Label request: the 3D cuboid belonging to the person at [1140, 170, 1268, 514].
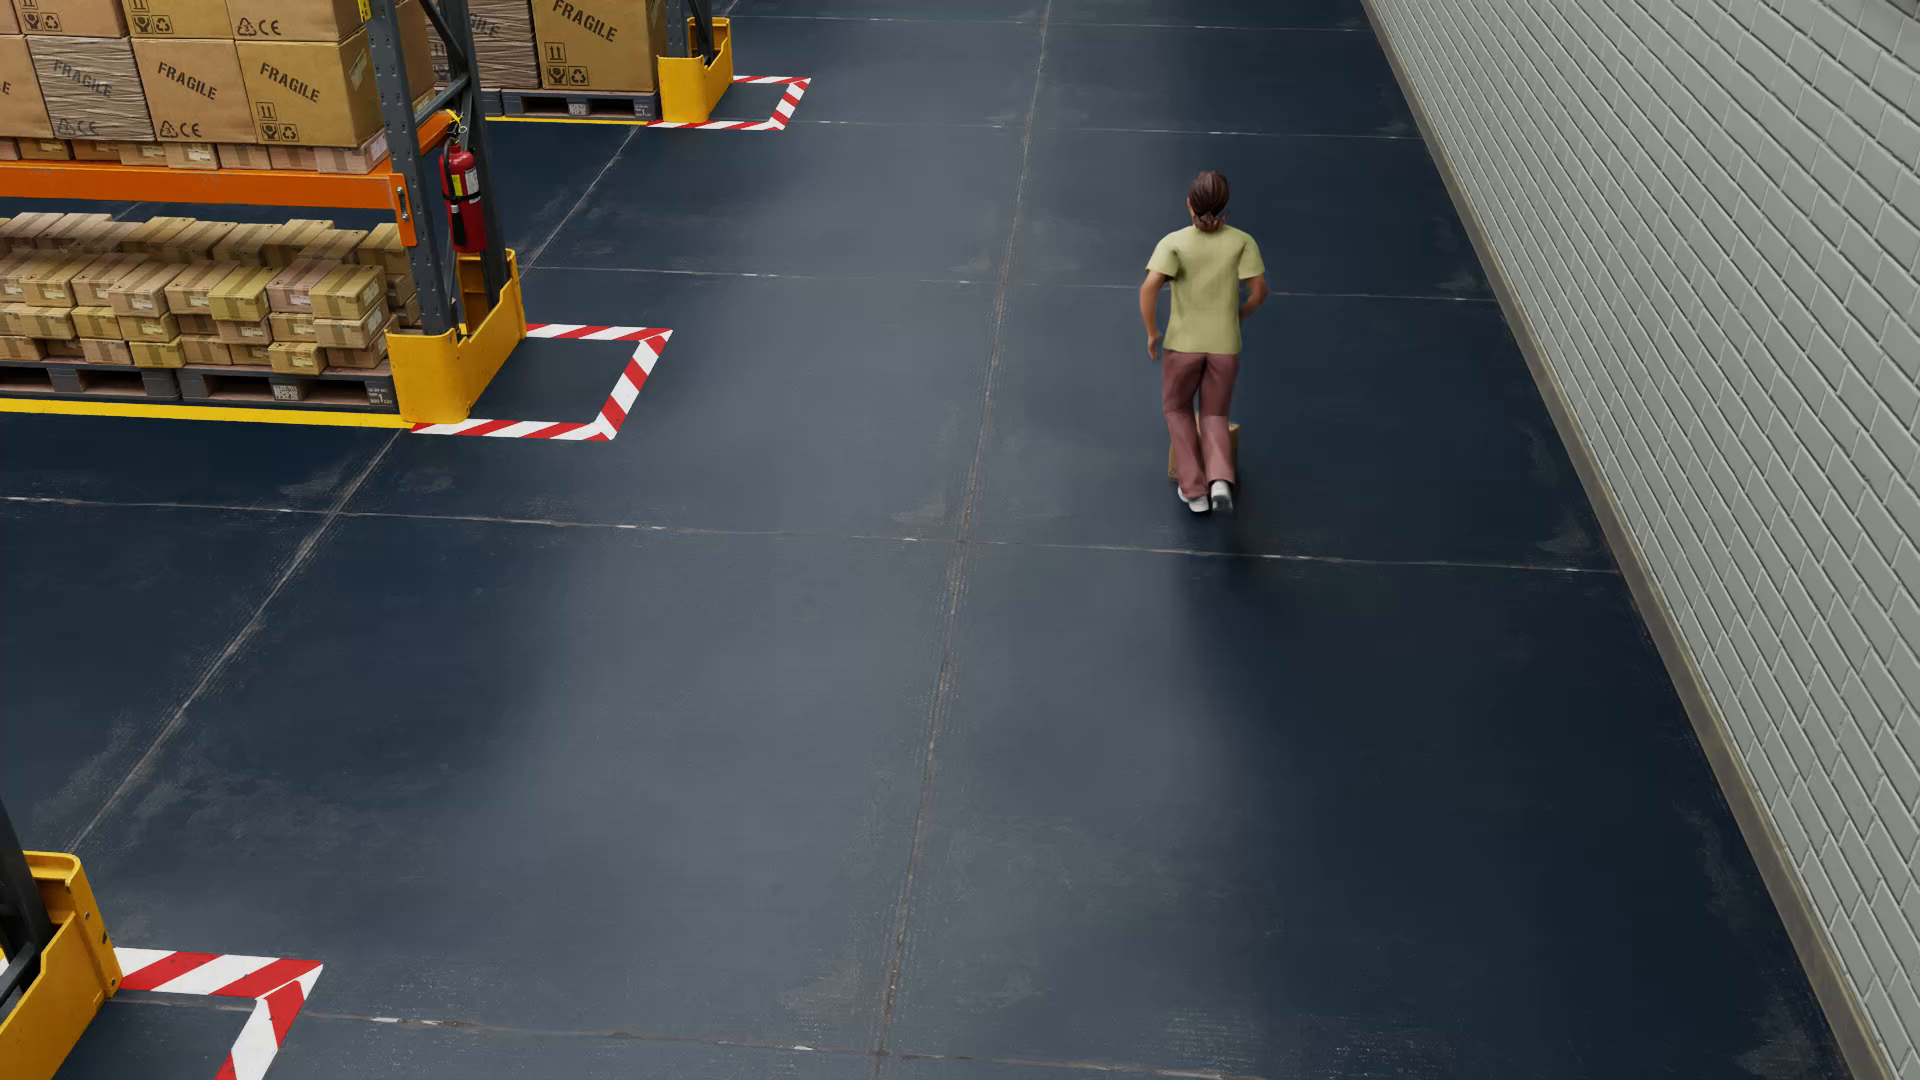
[{"bbox_3d":[1.095,-0.824,7.550,0.585,1.581,0.752,-1,32,-1],"label":"person"}]
